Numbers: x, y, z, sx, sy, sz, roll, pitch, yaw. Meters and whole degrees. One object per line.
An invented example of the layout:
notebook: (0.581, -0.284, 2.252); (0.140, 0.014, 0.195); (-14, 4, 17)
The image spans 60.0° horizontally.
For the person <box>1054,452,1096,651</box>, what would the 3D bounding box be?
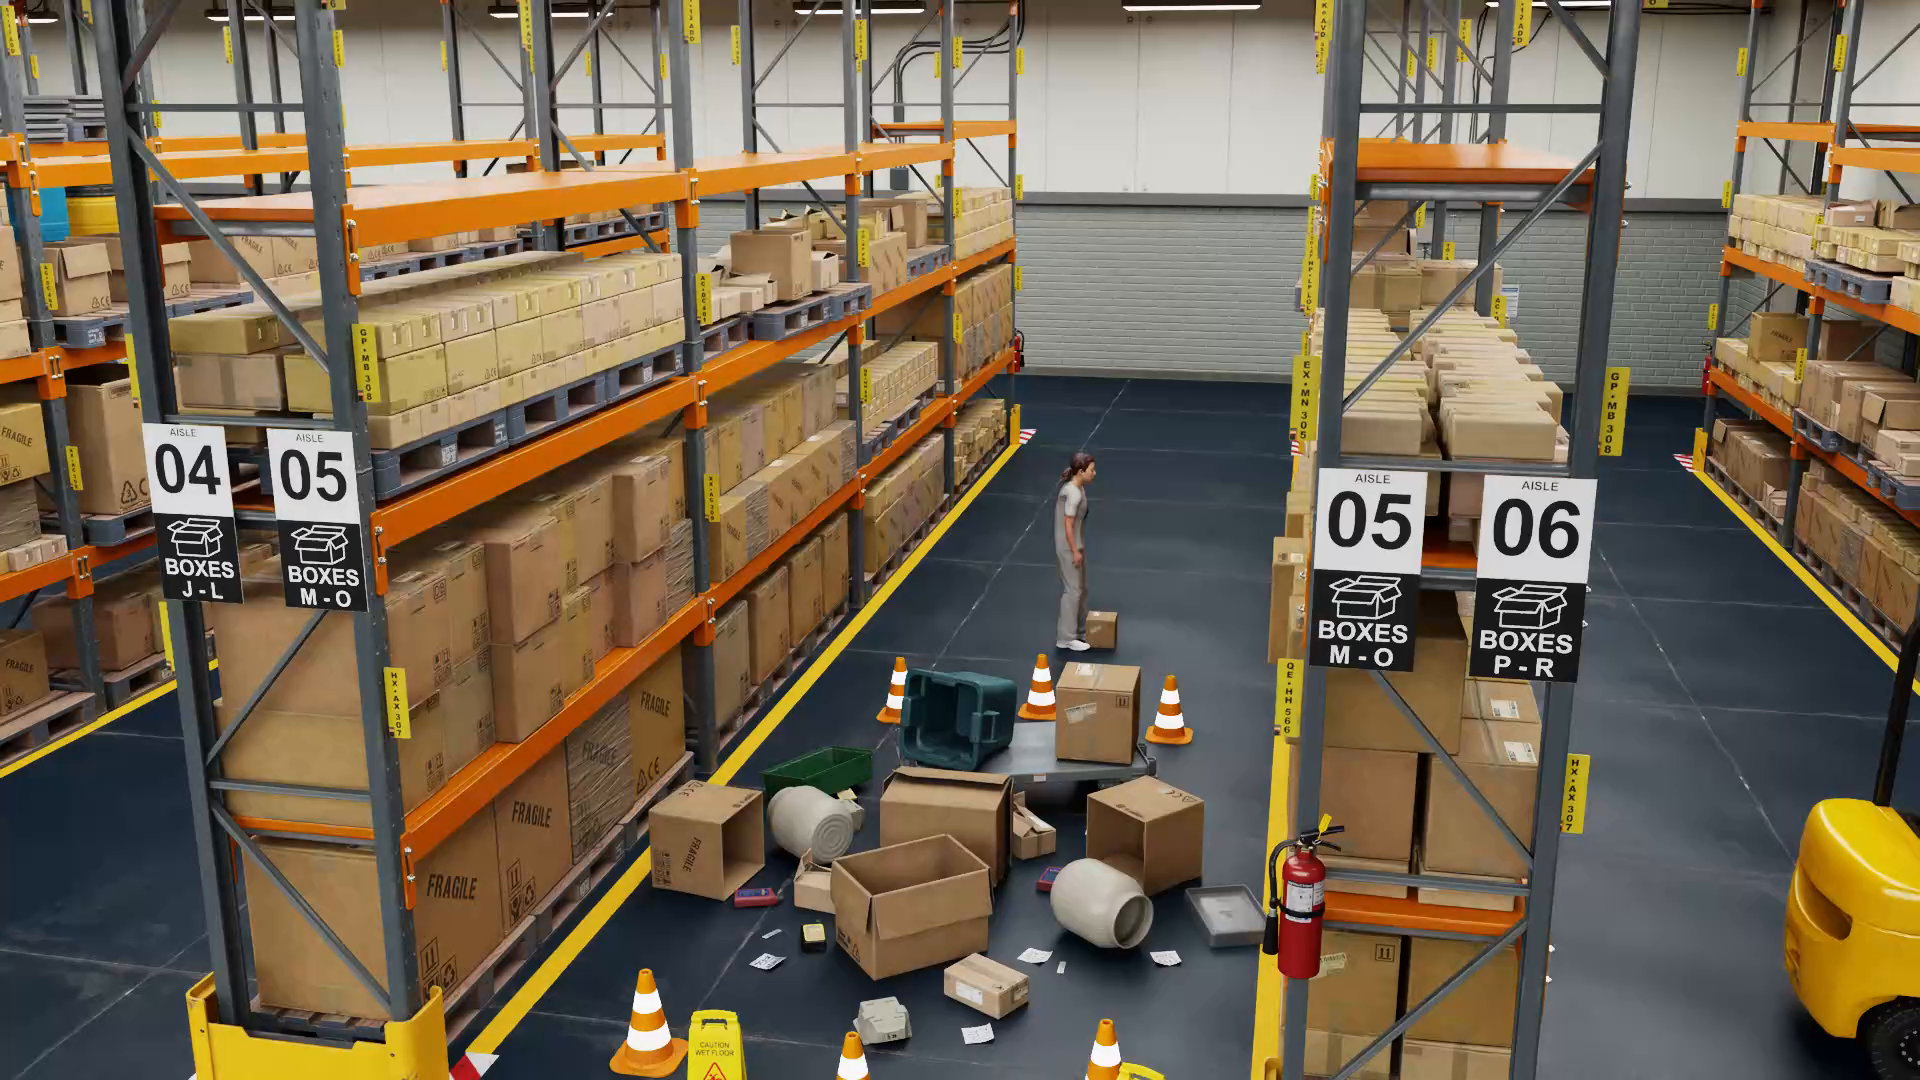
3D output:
person: (1.006, 0.078, 14.220); (0.406, 1.673, 0.507); (2, 15, 9)
